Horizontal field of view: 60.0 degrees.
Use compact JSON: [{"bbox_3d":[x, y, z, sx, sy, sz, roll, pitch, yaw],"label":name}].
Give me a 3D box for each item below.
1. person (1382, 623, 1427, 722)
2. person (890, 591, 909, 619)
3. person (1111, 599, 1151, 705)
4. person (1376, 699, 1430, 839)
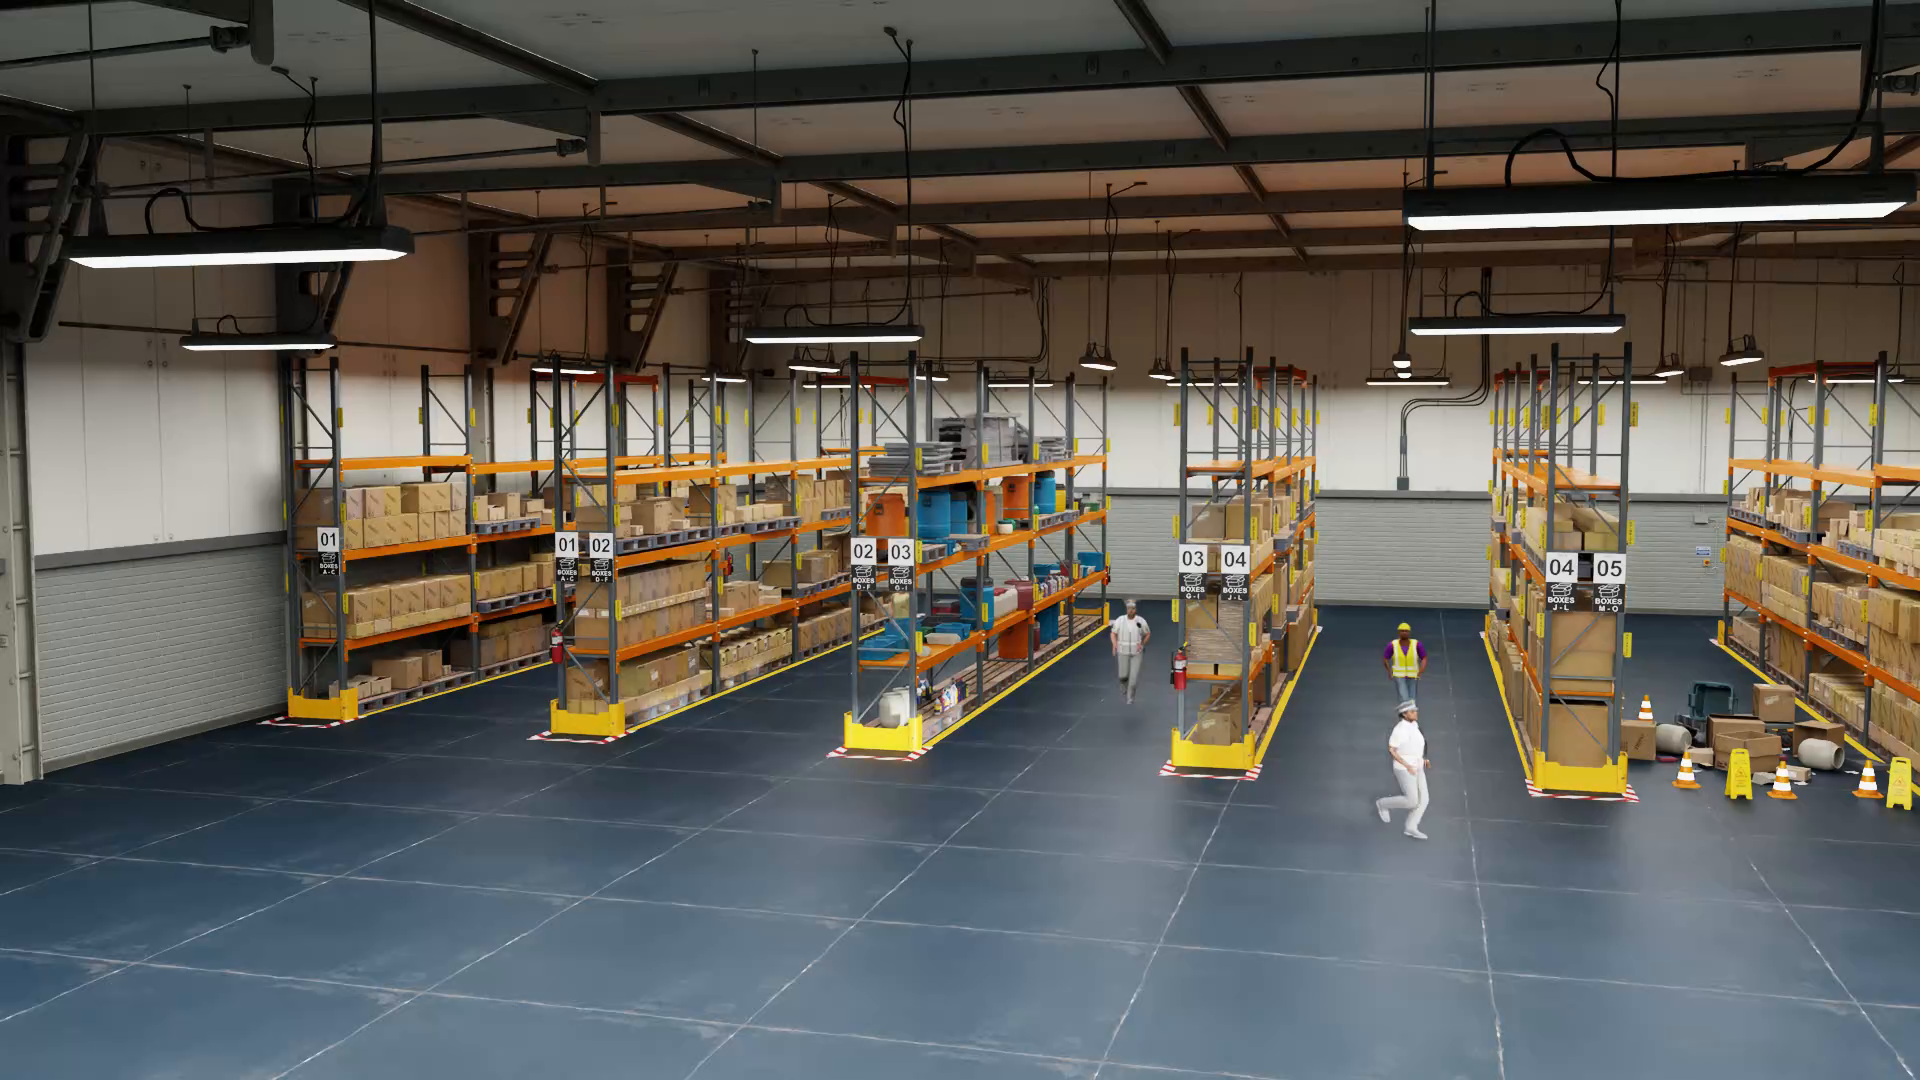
[{"bbox_3d":[7.118,2.192,26.607,0.693,1.744,0.669,1,4,8],"label":"person"},{"bbox_3d":[-1.210,1.663,34.173,0.557,1.711,0.664,1,4,10],"label":"person"},{"bbox_3d":[2.807,1.834,27.360,0.664,1.731,0.601,0,4,6],"label":"person"},{"bbox_3d":[5.329,2.720,19.922,0.617,1.665,0.586,4,6,44],"label":"person"}]
